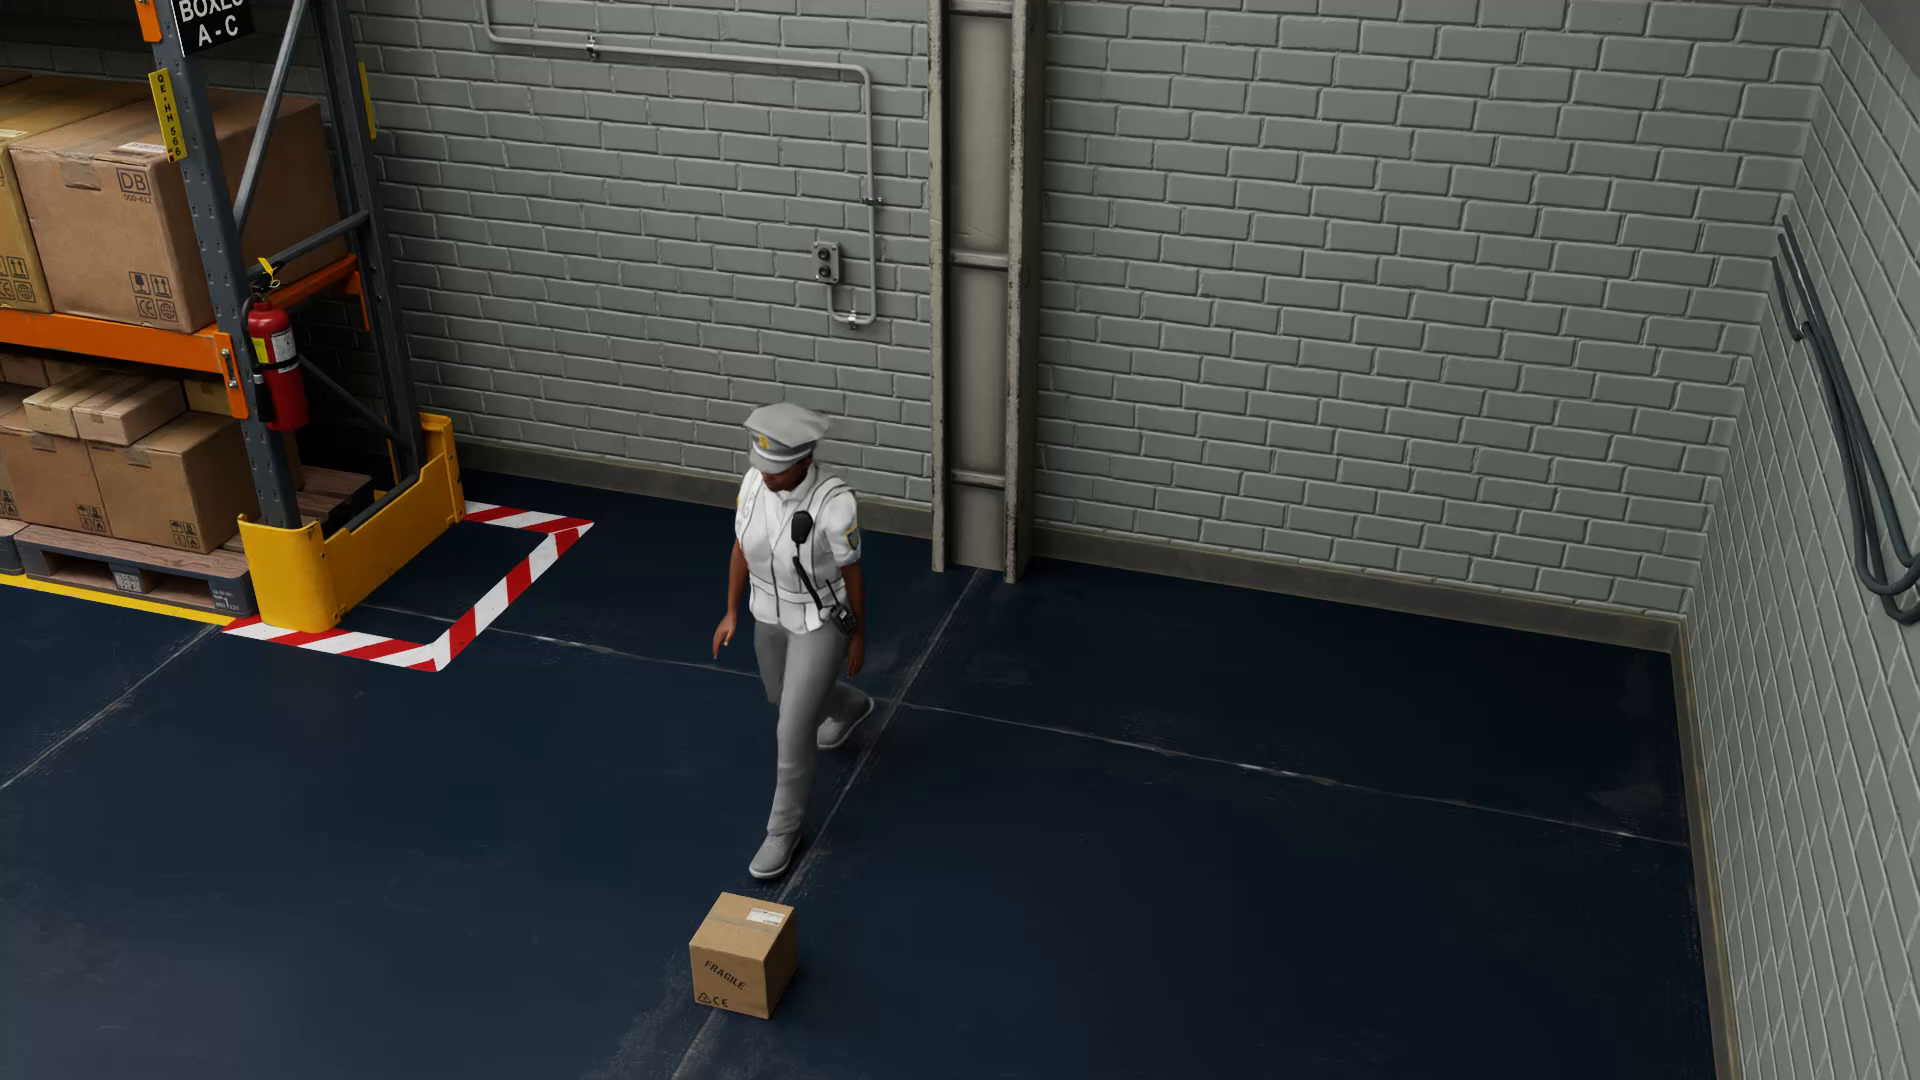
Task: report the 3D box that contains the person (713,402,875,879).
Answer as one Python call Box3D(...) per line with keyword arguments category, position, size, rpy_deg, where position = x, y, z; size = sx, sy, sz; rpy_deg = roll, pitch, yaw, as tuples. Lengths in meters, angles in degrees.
Box3D(category="person", position=(-0.529, 0.258, 5.660), size=(0.461, 1.622, 0.894), rpy_deg=(19, 35, 31))
